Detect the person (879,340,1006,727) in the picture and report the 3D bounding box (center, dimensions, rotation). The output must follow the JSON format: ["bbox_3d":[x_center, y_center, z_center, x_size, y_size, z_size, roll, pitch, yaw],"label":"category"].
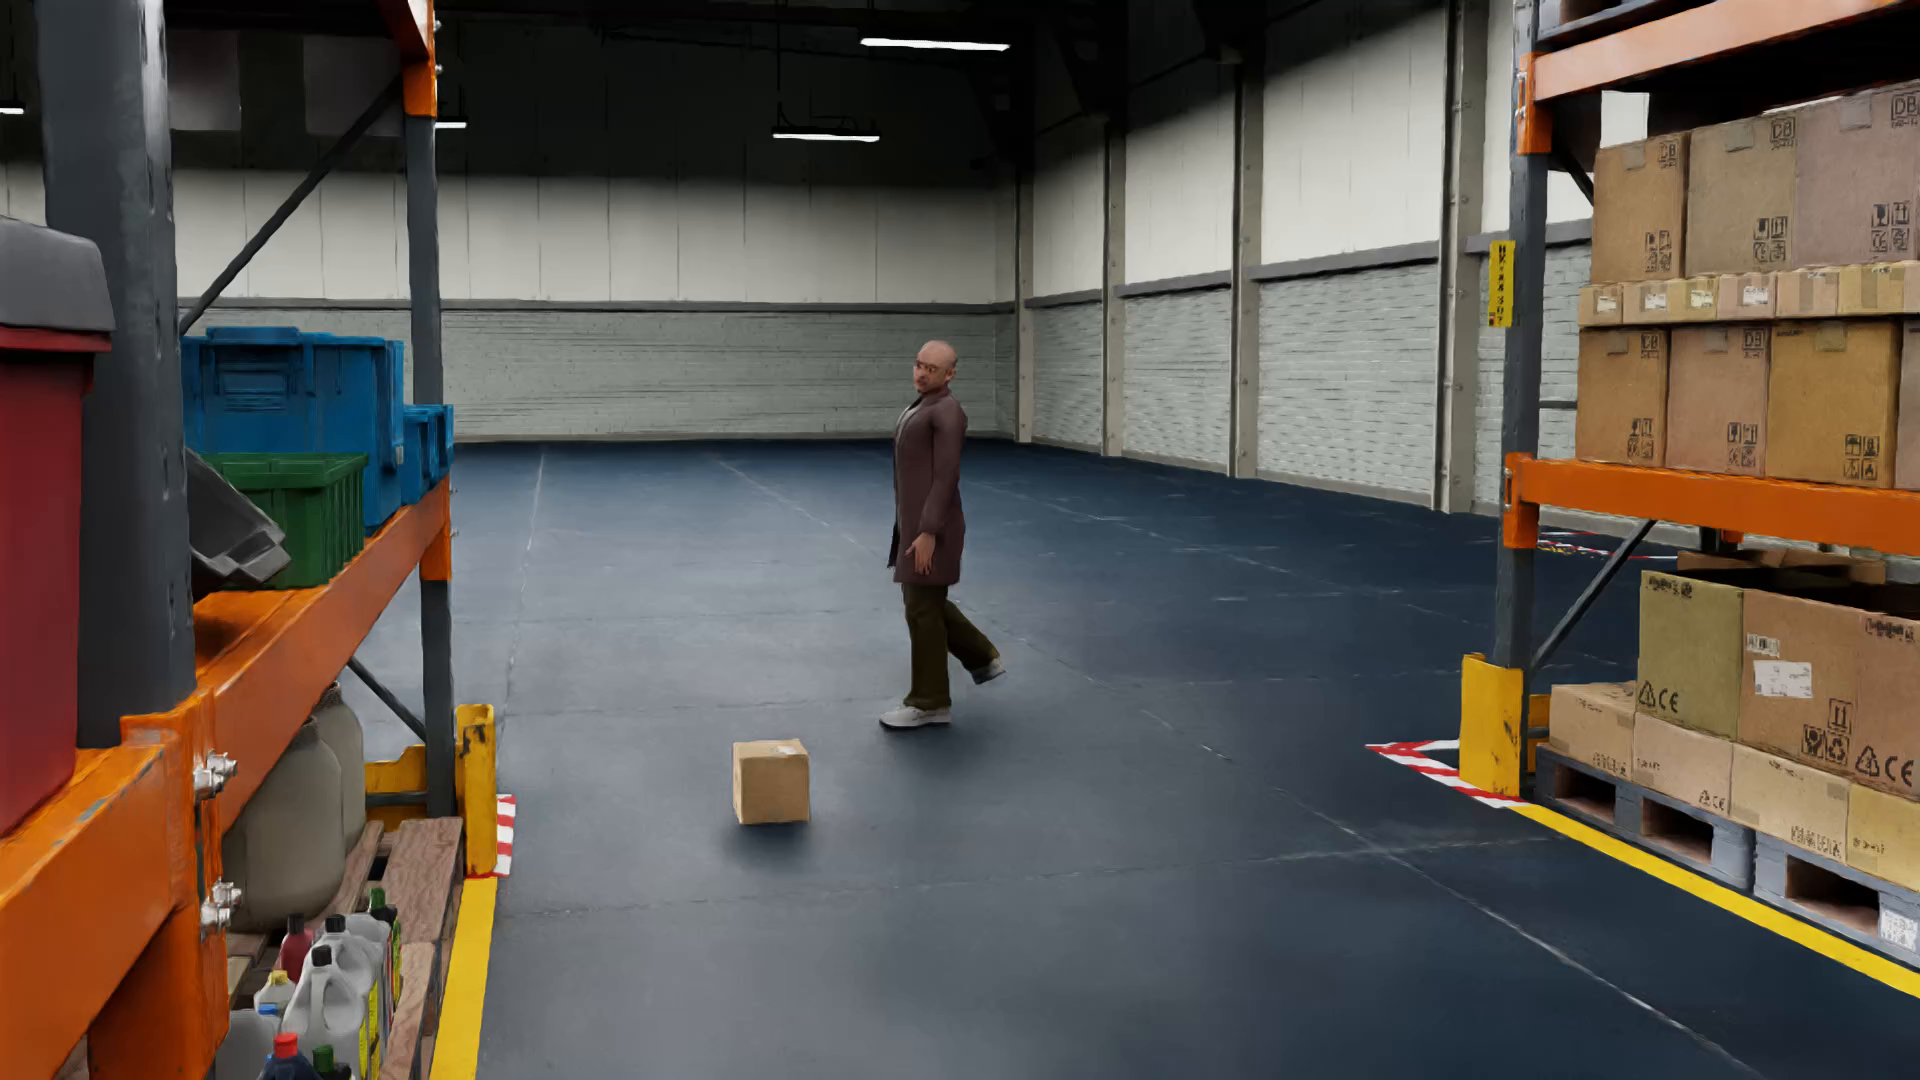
[{"bbox_3d":[-0.085,-0.040,7.776,0.661,1.771,0.787,-1,6,-11],"label":"person"}]
